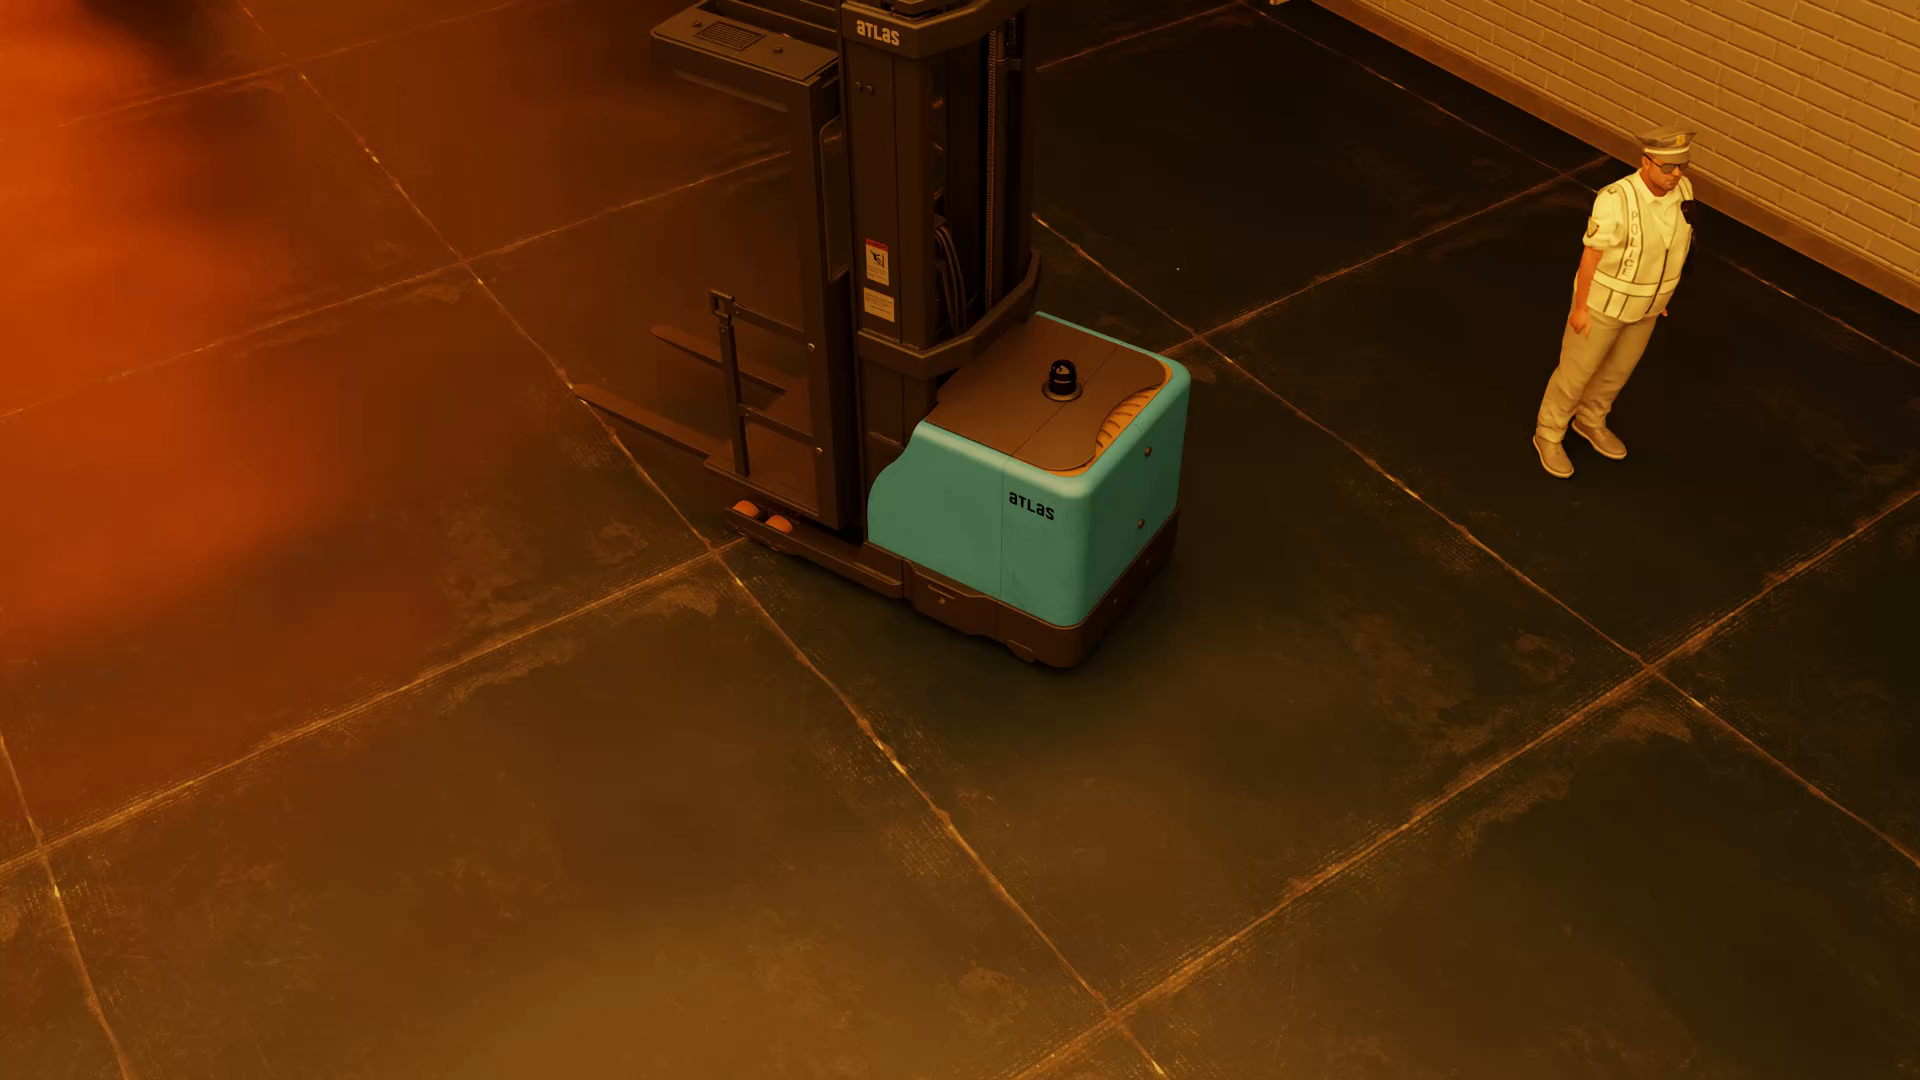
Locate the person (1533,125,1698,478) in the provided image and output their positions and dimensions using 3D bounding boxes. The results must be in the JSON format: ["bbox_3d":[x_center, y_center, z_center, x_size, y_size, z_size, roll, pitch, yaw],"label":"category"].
[{"bbox_3d":[3.106,-1.128,7.796,0.523,1.775,0.410,-16,45,-16],"label":"person"}]

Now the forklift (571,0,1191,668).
[{"bbox_3d":[-0.511,-1.302,7.129,3.031,2.935,1.130,24,48,24],"label":"forklift"}]
